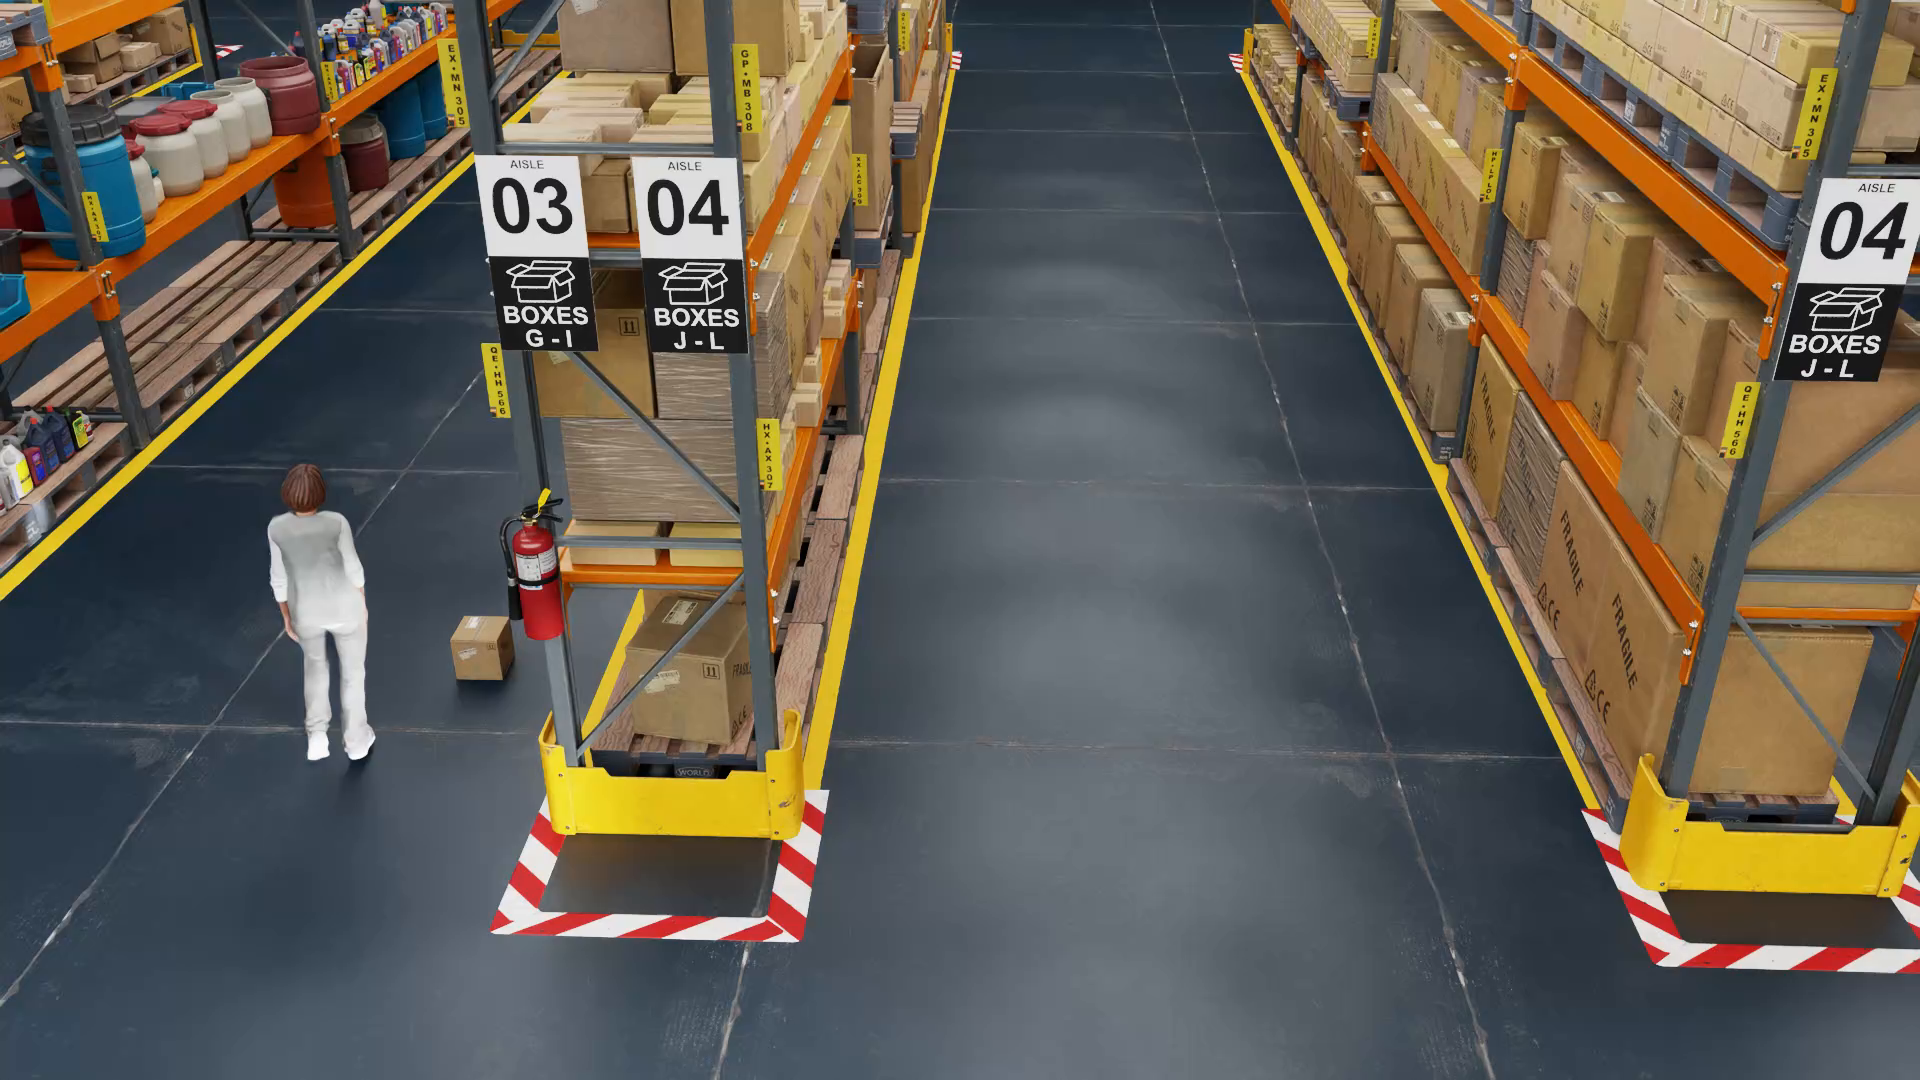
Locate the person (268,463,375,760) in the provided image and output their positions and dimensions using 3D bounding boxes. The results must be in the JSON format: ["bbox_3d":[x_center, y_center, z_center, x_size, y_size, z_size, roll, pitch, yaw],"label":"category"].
[{"bbox_3d":[-3.024,0.363,7.917,0.414,1.591,0.432,-3,29,-5],"label":"person"}]
